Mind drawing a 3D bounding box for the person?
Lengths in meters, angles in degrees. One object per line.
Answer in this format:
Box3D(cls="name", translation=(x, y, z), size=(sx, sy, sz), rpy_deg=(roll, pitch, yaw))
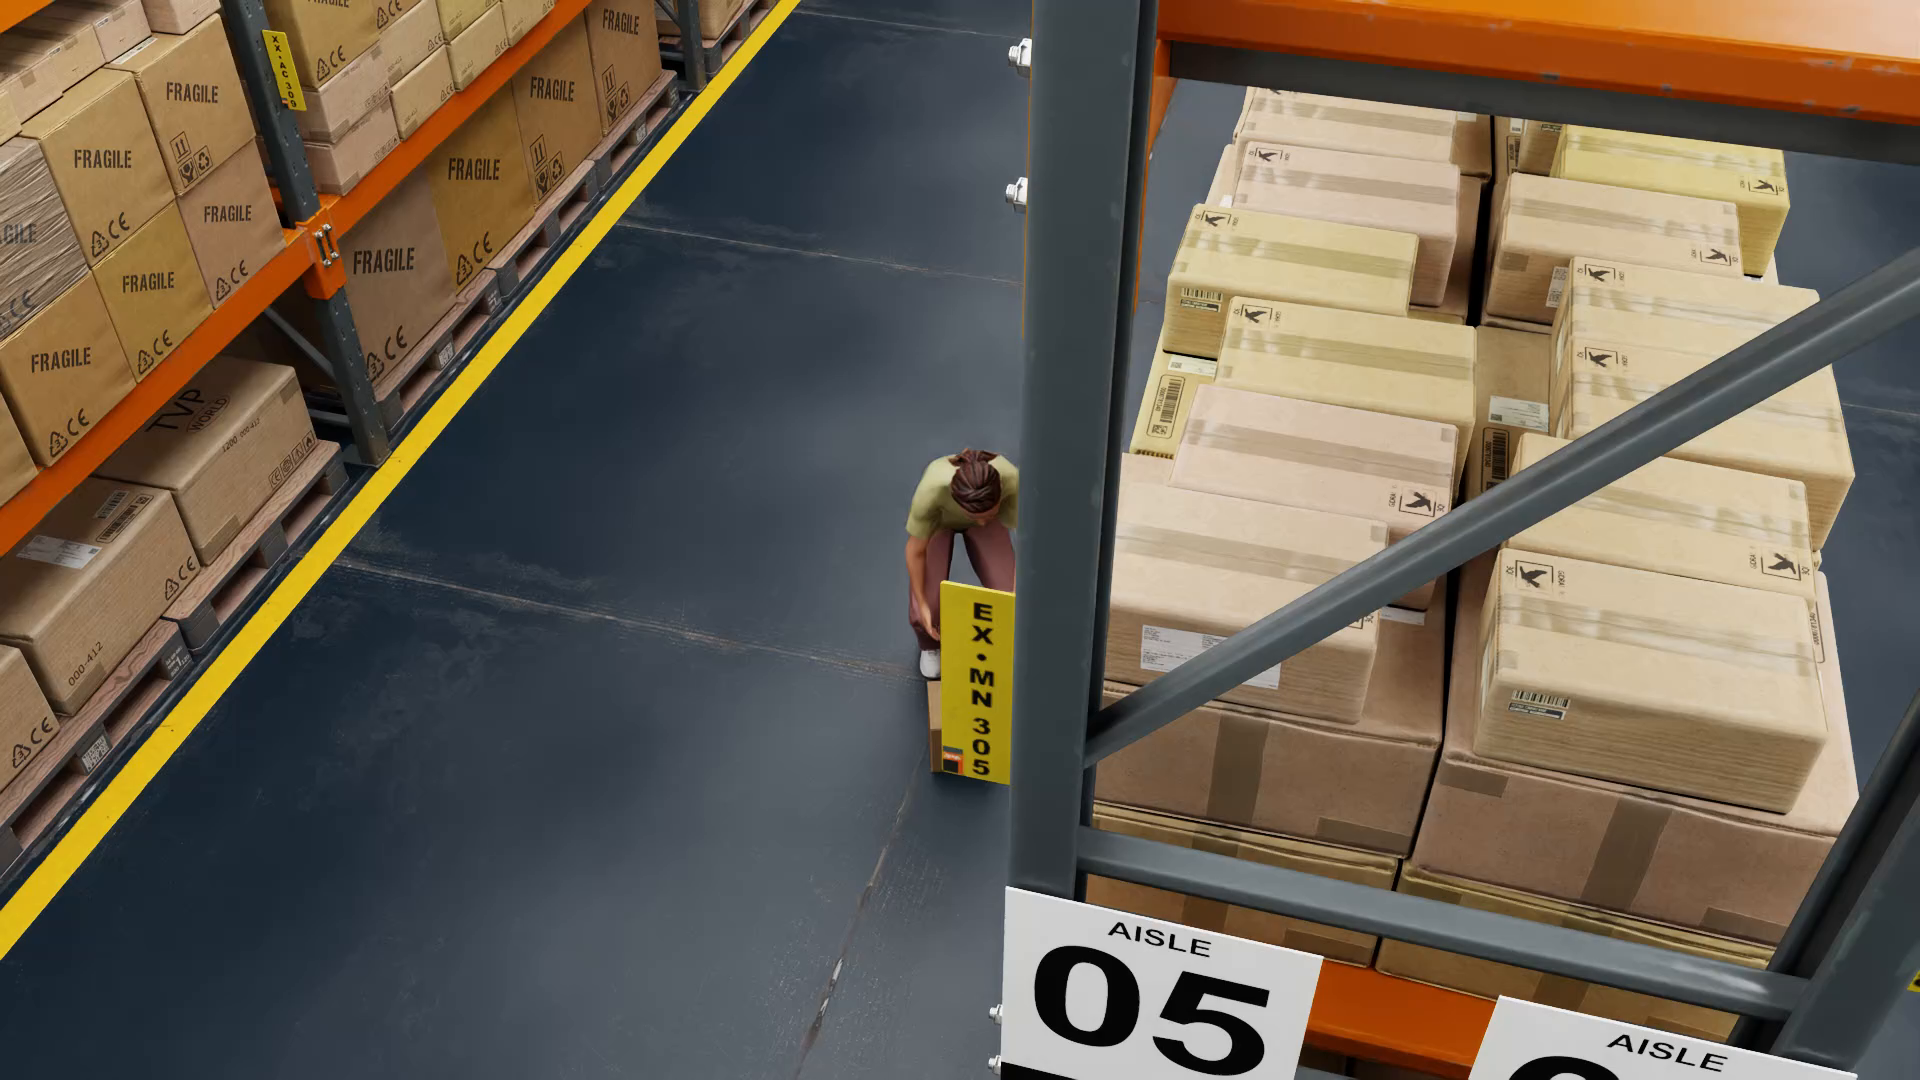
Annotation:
Box3D(cls="person", translation=(0.040, 0.049, 6.433), size=(0.510, 1.246, 0.709), rpy_deg=(-3, 41, -3))
